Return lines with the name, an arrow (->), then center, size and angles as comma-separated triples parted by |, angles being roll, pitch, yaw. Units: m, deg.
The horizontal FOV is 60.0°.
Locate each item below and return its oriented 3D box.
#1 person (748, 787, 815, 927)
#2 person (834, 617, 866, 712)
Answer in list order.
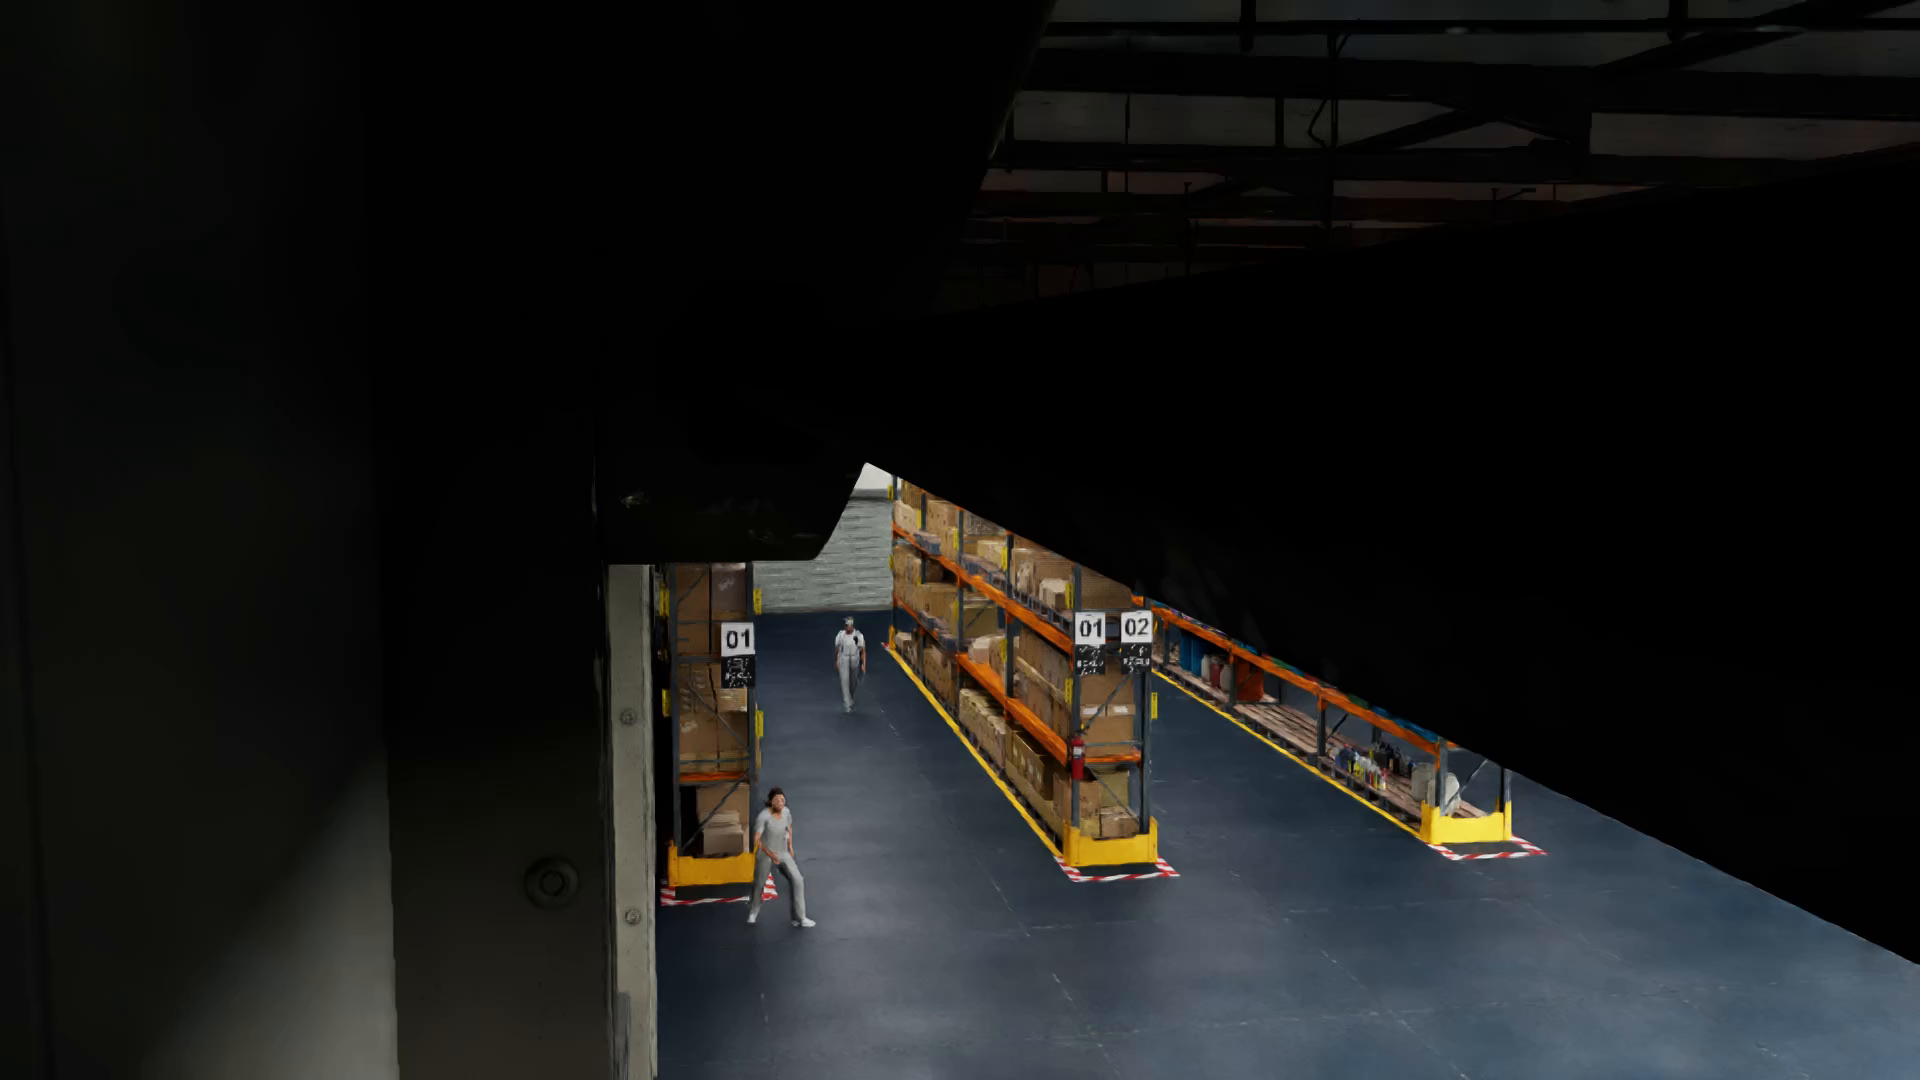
person -> -2.061, 3.518, 18.584 | 0.613, 1.607, 0.802 | -3, 7, -29
person -> -1.979, 2.221, 30.142 | 0.554, 1.706, 1.031 | -1, 6, -11
